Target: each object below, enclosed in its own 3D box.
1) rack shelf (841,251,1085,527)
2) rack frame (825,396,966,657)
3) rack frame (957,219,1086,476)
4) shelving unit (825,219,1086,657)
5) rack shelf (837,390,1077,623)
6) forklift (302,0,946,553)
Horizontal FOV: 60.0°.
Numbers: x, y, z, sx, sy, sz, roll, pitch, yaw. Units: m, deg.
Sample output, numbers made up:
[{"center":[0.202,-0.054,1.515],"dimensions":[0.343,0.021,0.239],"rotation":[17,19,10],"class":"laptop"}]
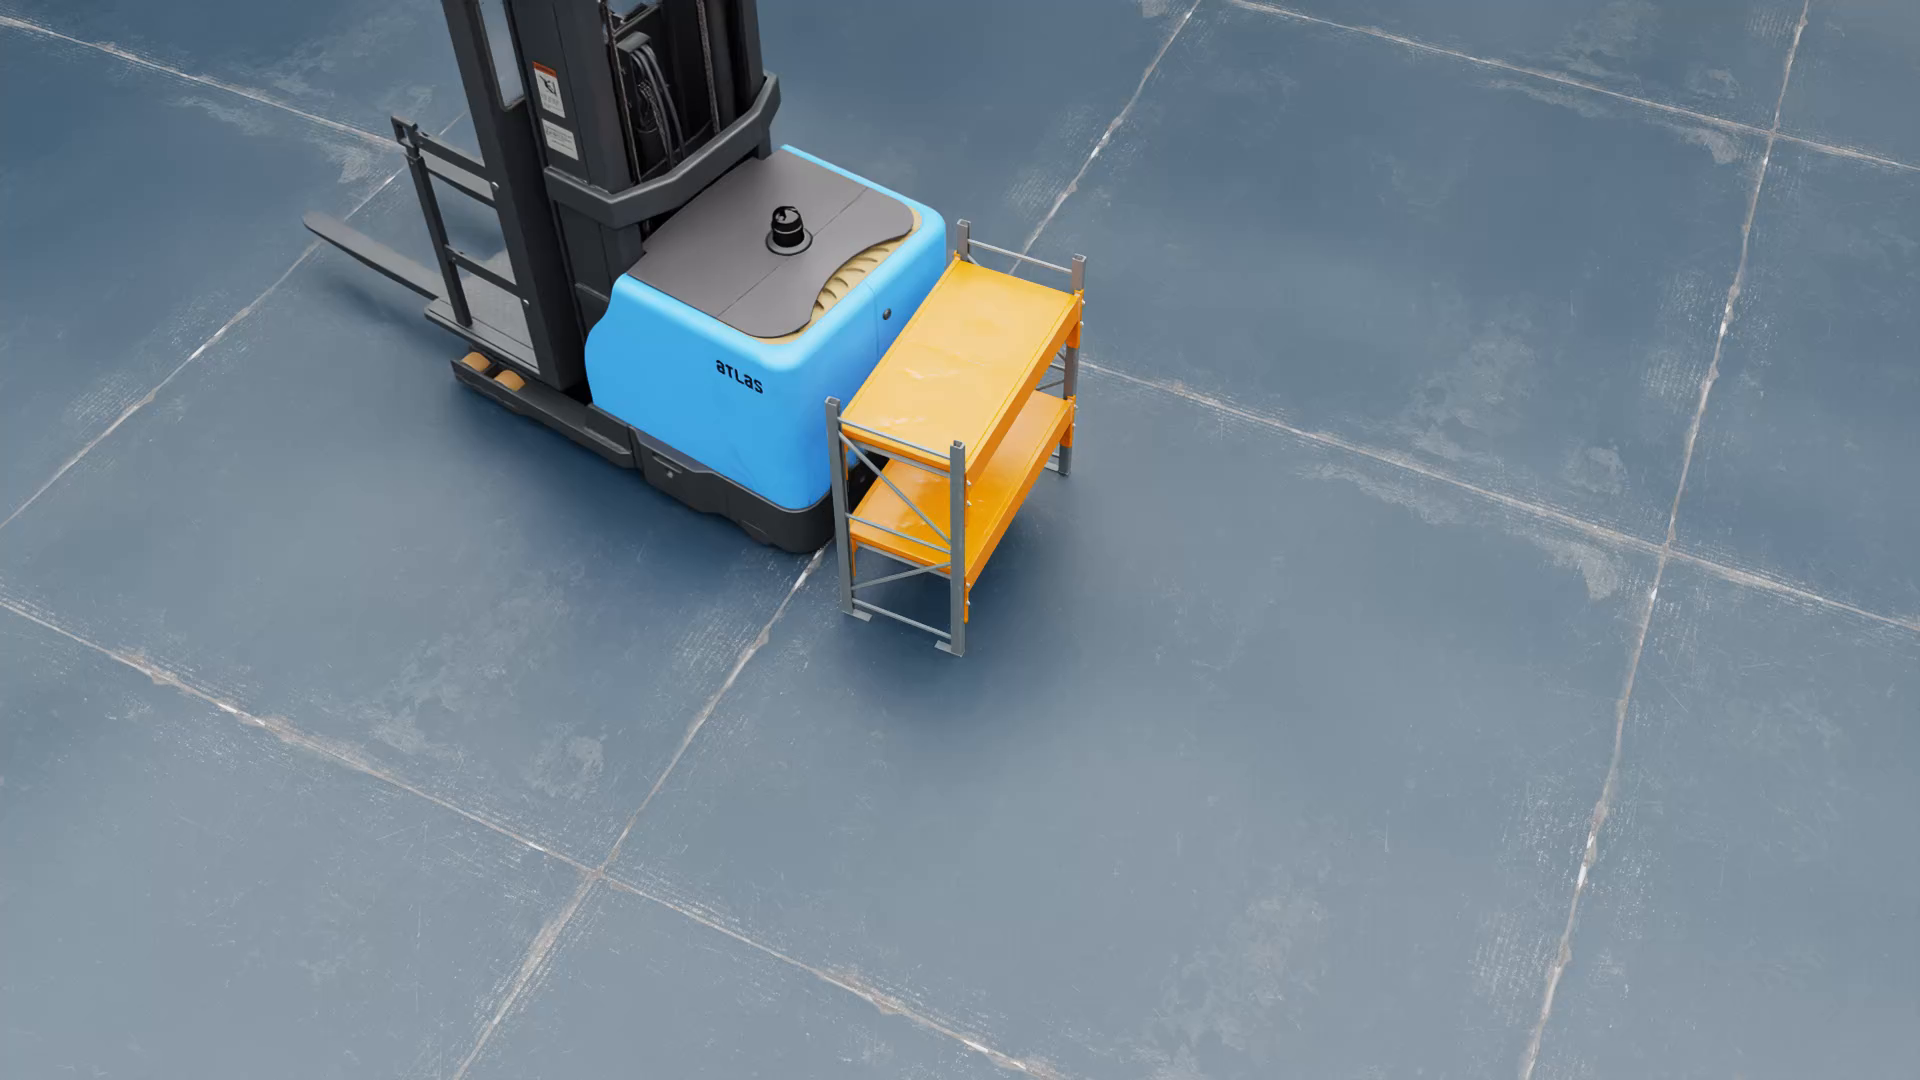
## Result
[{"center":[0.003,-0.559,5.918],"dimensions":[0.538,0.278,1.000],"rotation":[20,52,16],"class":"rack shelf"},{"center":[-0.214,-0.019,5.843],"dimensions":[0.500,1.125,0.032],"rotation":[20,52,16],"class":"rack frame"},{"center":[0.220,-0.719,6.439],"dimensions":[0.500,1.125,0.032],"rotation":[20,52,16],"class":"rack frame"},{"center":[0.003,-0.369,6.141],"dimensions":[0.538,1.125,1.048],"rotation":[20,52,16],"class":"shelving unit"},{"center":[0.003,-0.211,6.327],"dimensions":[0.538,0.278,1.000],"rotation":[20,52,16],"class":"rack shelf"},{"center":[-1.540,-1.805,6.177],"dimensions":[3.031,2.935,1.130],"rotation":[28,55,22],"class":"forklift"}]
